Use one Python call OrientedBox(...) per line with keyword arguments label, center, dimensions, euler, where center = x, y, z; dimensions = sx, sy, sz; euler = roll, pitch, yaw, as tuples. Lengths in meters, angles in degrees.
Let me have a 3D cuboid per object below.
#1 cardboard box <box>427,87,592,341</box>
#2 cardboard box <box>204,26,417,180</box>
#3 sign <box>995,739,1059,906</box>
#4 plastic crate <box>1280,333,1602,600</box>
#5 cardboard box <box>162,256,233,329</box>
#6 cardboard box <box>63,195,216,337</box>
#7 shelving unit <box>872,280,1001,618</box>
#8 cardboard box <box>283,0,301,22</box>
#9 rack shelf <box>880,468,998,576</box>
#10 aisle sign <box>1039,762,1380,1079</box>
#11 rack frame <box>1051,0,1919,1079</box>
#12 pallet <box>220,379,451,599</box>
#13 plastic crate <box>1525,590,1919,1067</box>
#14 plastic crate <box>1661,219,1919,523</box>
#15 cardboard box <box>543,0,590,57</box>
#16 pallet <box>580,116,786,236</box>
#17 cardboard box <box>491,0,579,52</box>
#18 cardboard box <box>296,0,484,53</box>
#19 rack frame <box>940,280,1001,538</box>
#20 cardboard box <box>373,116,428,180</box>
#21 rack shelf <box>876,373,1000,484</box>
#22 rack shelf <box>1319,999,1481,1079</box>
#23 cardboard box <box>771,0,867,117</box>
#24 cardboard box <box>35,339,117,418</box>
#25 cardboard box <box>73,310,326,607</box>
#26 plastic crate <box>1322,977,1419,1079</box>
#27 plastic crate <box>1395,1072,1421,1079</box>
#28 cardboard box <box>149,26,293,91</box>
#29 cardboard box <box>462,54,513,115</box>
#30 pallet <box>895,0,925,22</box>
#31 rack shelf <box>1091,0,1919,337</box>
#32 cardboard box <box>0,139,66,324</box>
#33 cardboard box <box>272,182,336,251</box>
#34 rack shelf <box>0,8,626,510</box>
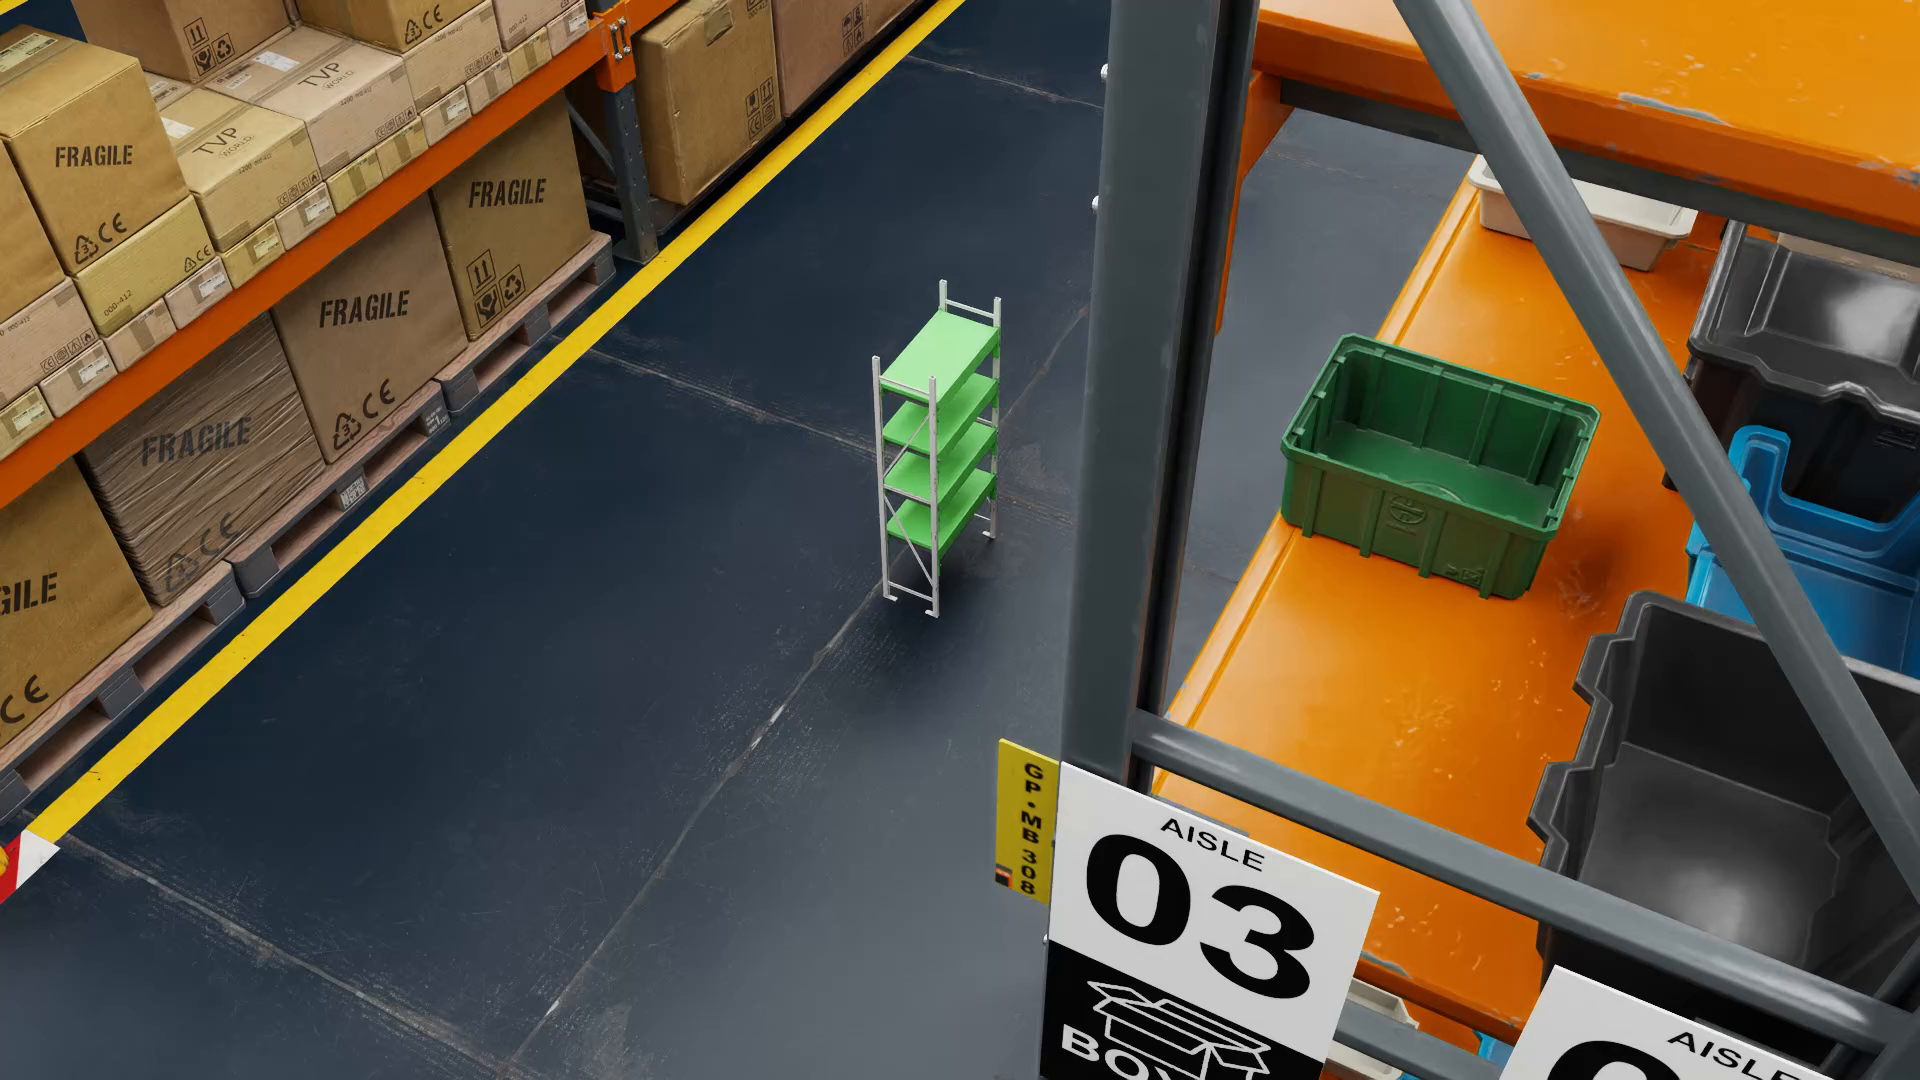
OrientedBox(label="cardboard box", center=(-2.318, -1.592, 7.413), dimensions=(0.875, 0.875, 0.875), euler=(20, 49, 19))
OrientedBox(label="cardboard box", center=(-2.388, -1.620, 6.138), dimensions=(0.500, 0.250, 0.500), euler=(21, 49, 20))
OrientedBox(label="sign", center=(0.095, 0.385, 2.225), dimensions=(0.100, 0.325, 0.005), euler=(20, 49, 19))
OrientedBox(label="plastic crate", center=(0.795, -0.121, 2.801), dimensions=(0.450, 0.188, 0.336), euler=(20, 49, 19))
OrientedBox(label="cardboard box", center=(-2.746, -0.898, 5.705), dimensions=(0.380, 0.149, 0.250), euler=(20, 49, 19))
OrientedBox(label="cardboard box", center=(-2.864, -0.971, 5.497), dimensions=(0.500, 0.250, 0.500), euler=(19, 48, 18))
OrientedBox(label="shelving unit", center=(-0.077, -0.317, 6.220), dimensions=(0.258, 1.200, 0.503), euler=(20, 49, 19))
OrientedBox(label="cardboard box", center=(-2.625, -2.371, 6.354), dimensions=(0.500, 0.500, 0.500), euler=(20, 49, 19))
OrientedBox(label="rack shelf", center=(-0.077, -0.104, 6.436), dimensions=(0.258, 0.148, 0.480), euler=(20, 49, 19))
OrientedBox(label="aisle sign", center=(0.297, 0.609, 2.211), dimensions=(0.394, 0.787, 0.004), euler=(20, 49, 19))
OrientedBox(label="rack frame", center=(0.590, -0.535, 0.951), dimensions=(1.000, 3.000, 0.127), euler=(20, 49, 19))
OrientedBox(label="pallet", center=(-2.928, -0.376, 6.973), dimensions=(1.003, 0.211, 1.213), euler=(20, 49, 19))
OrientedBox(label="plastic crate", center=(1.015, 0.415, 2.214), dimensions=(0.497, 0.269, 0.590), euler=(20, 49, 19))
OrientedBox(label="plastic crate", center=(1.542, -0.330, 2.902), dimensions=(0.504, 0.338, 0.767), euler=(20, 49, 19))
OrientedBox(label="cardboard box", center=(-1.792, -2.192, 6.984), dimensions=(0.380, 0.149, 0.250), euler=(21, 49, 19))
OrientedBox(label="pallet", center=(-1.649, -2.112, 8.689), dimensions=(1.003, 0.211, 1.213), euler=(20, 49, 19))
OrientedBox(label="cardboard box", center=(-1.913, -2.268, 6.779), dimensions=(0.500, 0.250, 0.500), euler=(20, 49, 18))
OrientedBox(label="cardboard box", center=(-2.153, -2.204, 6.189), dimensions=(0.500, 0.500, 0.500), euler=(21, 49, 19))
OrientedBox(label="rack frame", center=(0.036, -0.471, 6.372), dimensions=(0.240, 1.200, 0.015), euler=(20, 49, 19))
OrientedBox(label="cardboard box", center=(-2.269, -1.544, 6.344), dimensions=(0.380, 0.149, 0.250), euler=(21, 49, 20))
OrientedBox(label="rack shelf", center=(-0.077, -0.441, 6.095), dimensions=(0.258, 0.148, 0.480), euler=(20, 49, 19))
OrientedBox(label="rack shelf", center=(1.518, 0.567, 4.586), dimensions=(1.077, 0.370, 4.000), euler=(20, 49, 19))
OrientedBox(label="cardboard box", center=(-1.247, -2.955, 8.760), dimensions=(1.225, 0.875, 0.875), euler=(19, 48, 18))
OrientedBox(label="cardboard box", center=(-2.984, -0.576, 5.387), dimensions=(0.380, 0.149, 0.250), euler=(20, 49, 18))
OrientedBox(label="cardboard box", center=(-3.149, -0.465, 6.299), dimensions=(0.875, 0.875, 0.875), euler=(20, 49, 19))
OrientedBox(label="plastic crate", center=(0.808, 1.072, 3.724), dimensions=(0.396, 0.136, 0.243), euler=(20, 49, 19))
OrientedBox(label="plastic crate", center=(0.580, 1.268, 3.321), dimensions=(0.616, 0.435, 0.499), euler=(20, 49, 19))
OrientedBox(label="cardboard box", center=(-2.861, -1.783, 6.300), dimensions=(0.500, 0.250, 0.500), euler=(22, 49, 20))
OrientedBox(label="cardboard box", center=(-2.031, -1.869, 6.664), dimensions=(0.380, 0.149, 0.250), euler=(20, 49, 18))
OrientedBox(label="pallet", center=(-0.516, -3.649, 10.208), dimensions=(1.003, 0.211, 1.213), euler=(20, 49, 19))
OrientedBox(label="rack shelf", center=(1.518, -1.401, 2.595), dimensions=(1.077, 0.370, 4.000), euler=(20, 49, 19))
OrientedBox(label="cardboard box", center=(-3.103, -0.905, 4.904), dimensions=(0.500, 0.500, 0.500), euler=(19, 48, 18))
OrientedBox(label="cardboard box", center=(-2.507, -1.223, 6.026), dimensions=(0.380, 0.149, 0.250), euler=(21, 49, 20))
OrientedBox(label="rack shelf", center=(-2.869, -1.068, 6.203), dimensions=(1.077, 0.370, 4.000), euler=(20, 49, 19))
